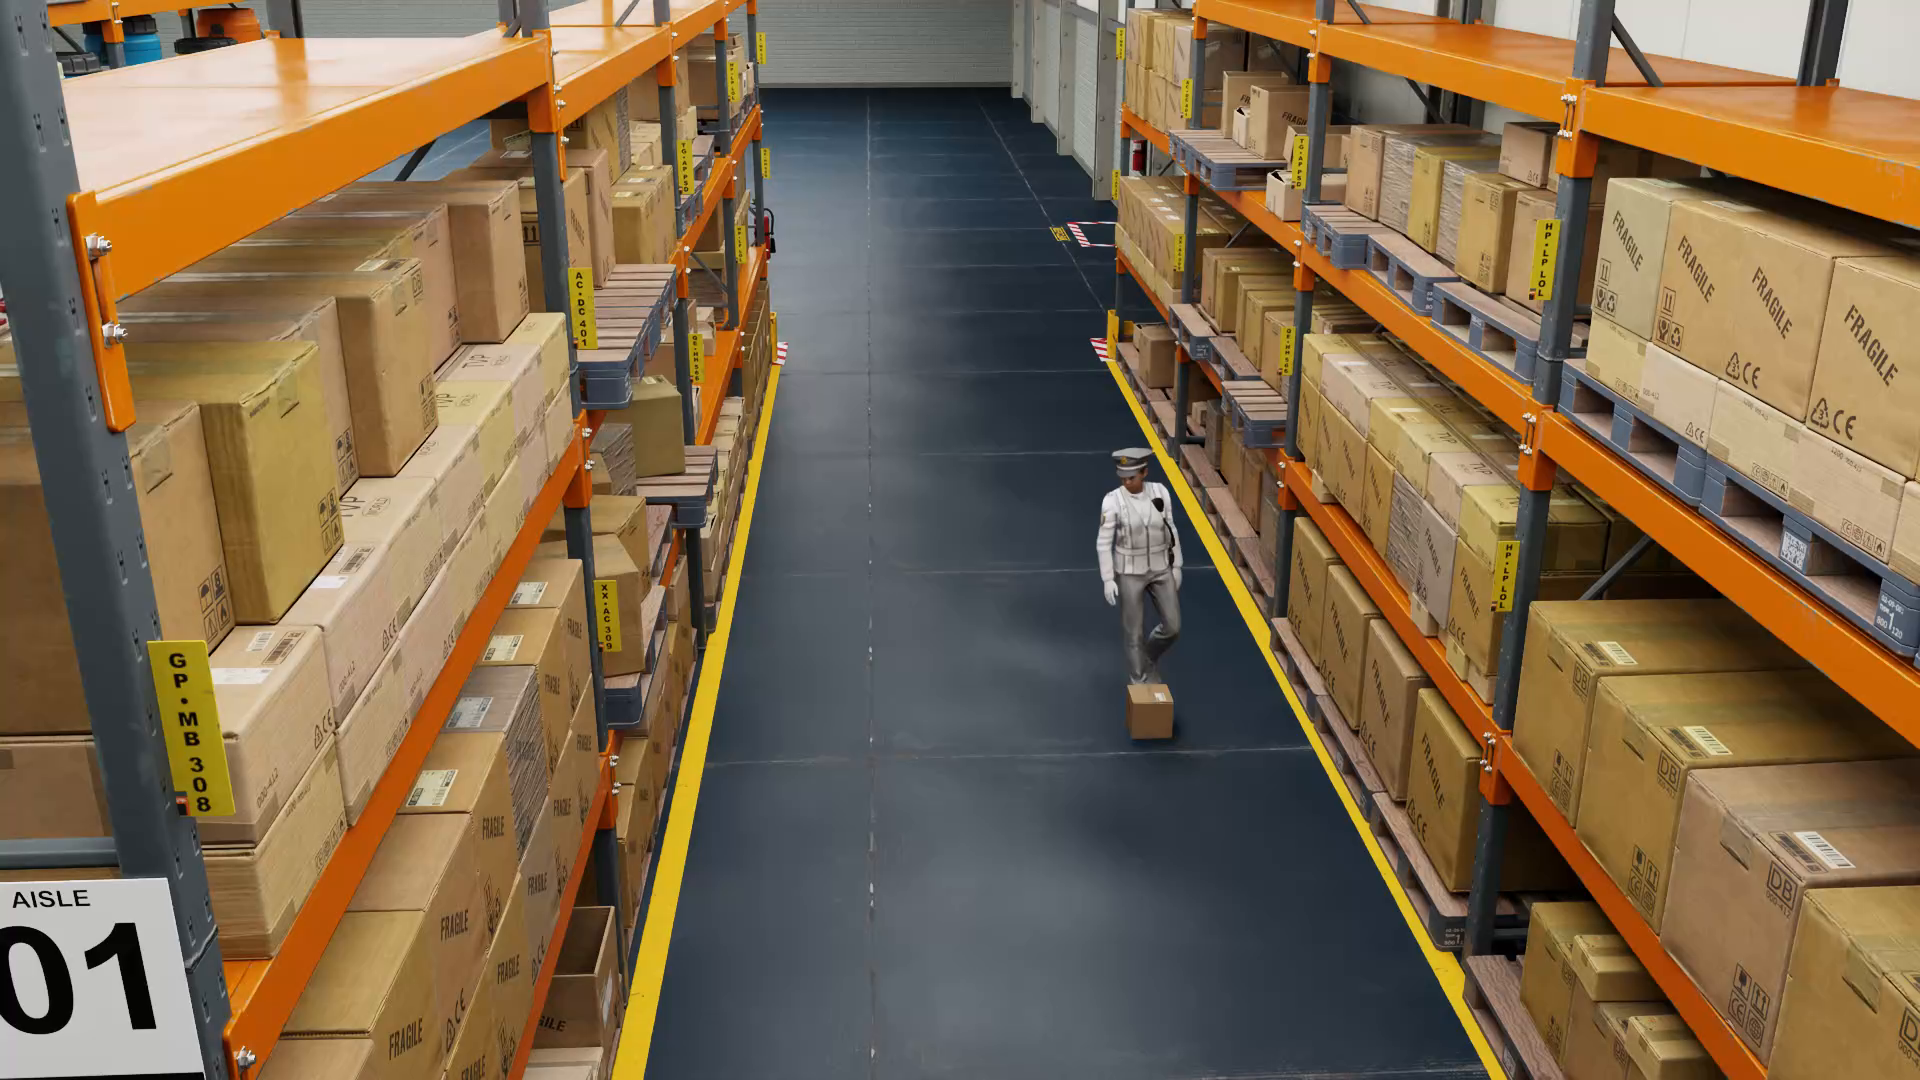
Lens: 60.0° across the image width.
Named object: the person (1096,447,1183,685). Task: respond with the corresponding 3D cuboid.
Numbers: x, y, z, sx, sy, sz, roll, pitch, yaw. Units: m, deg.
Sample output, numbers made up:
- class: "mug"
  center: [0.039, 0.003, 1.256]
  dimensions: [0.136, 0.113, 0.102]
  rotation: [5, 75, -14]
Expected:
- class: "person"
  center: [1.151, 0.250, 10.381]
  dimensions: [0.558, 1.674, 0.518]
  rotation: [-5, 21, -13]
